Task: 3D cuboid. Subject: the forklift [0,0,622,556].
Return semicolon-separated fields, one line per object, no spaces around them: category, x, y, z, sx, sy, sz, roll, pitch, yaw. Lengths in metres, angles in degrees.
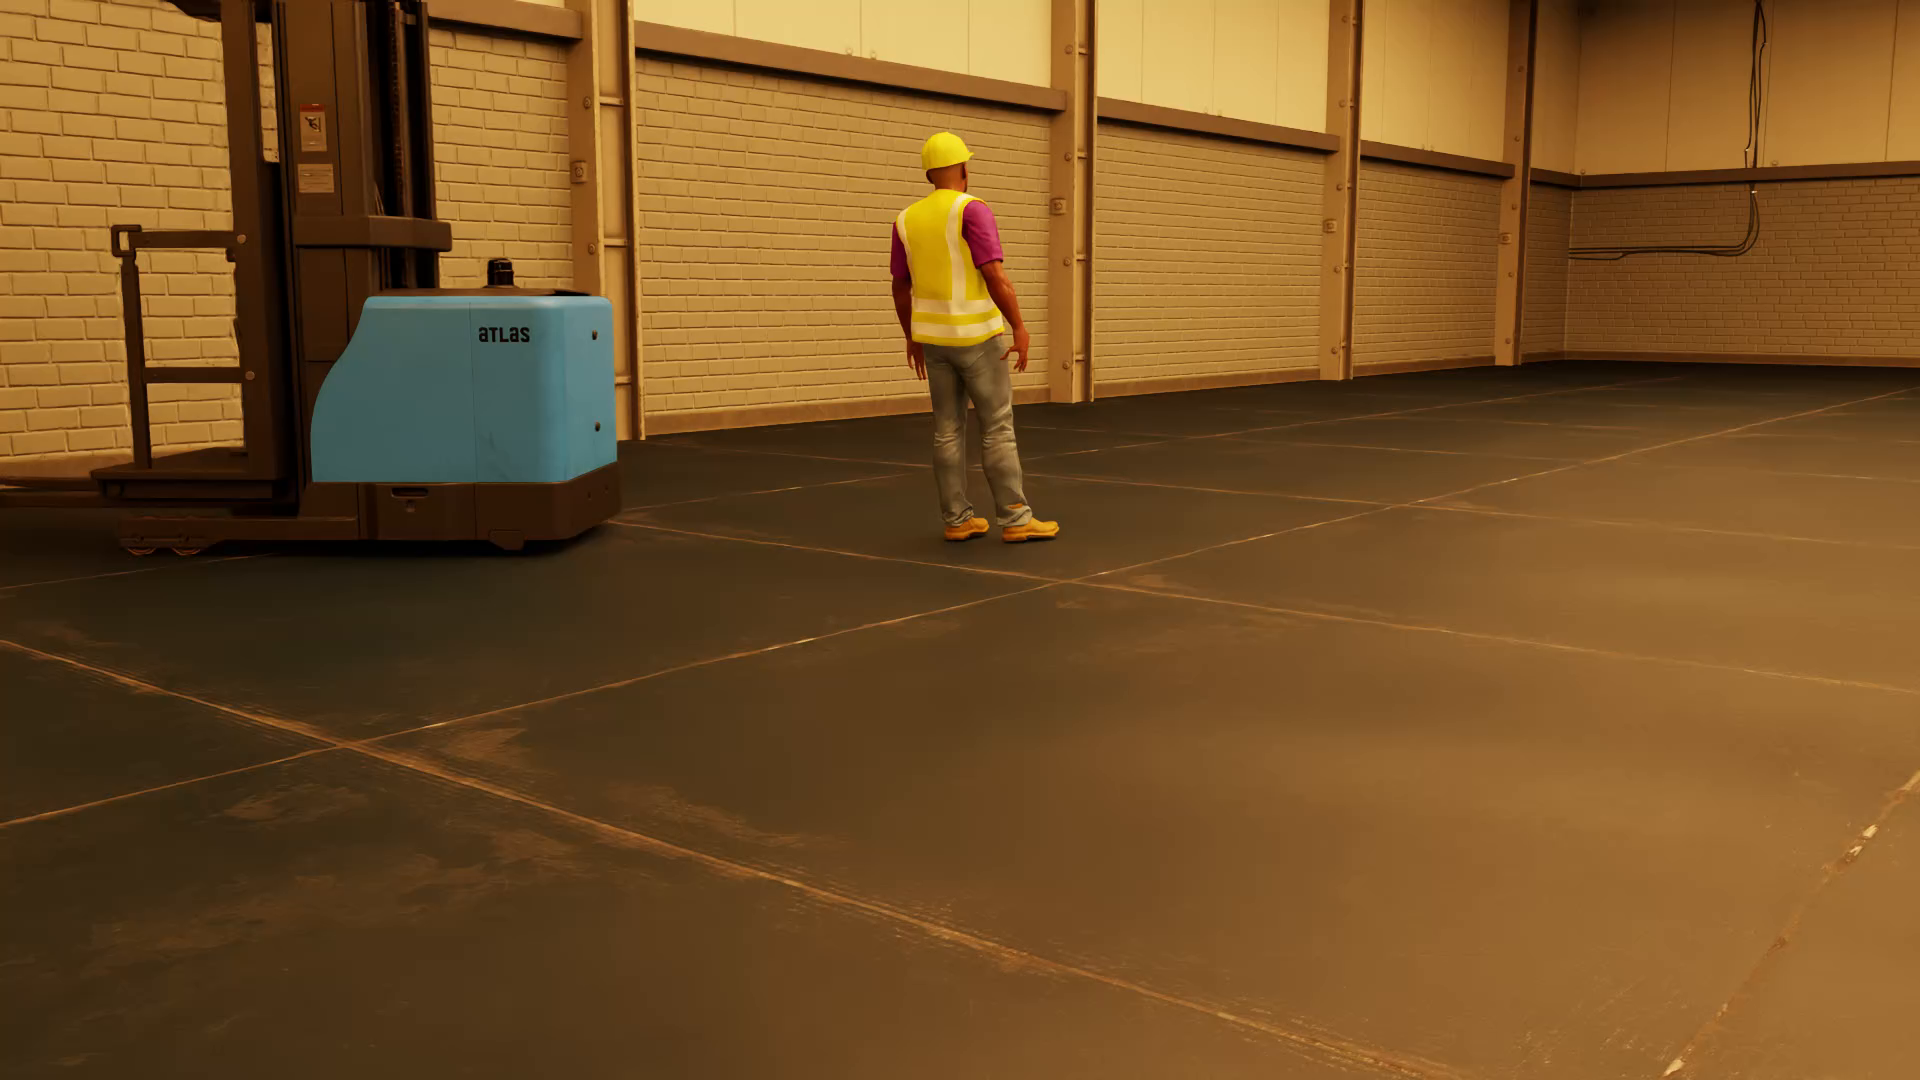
forklift;-3.122;-1.459;7.255;3.031;2.935;1.130;0;8;2

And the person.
person;0.048;-0.888;7.326;0.666;1.765;0.577;7;11;38
